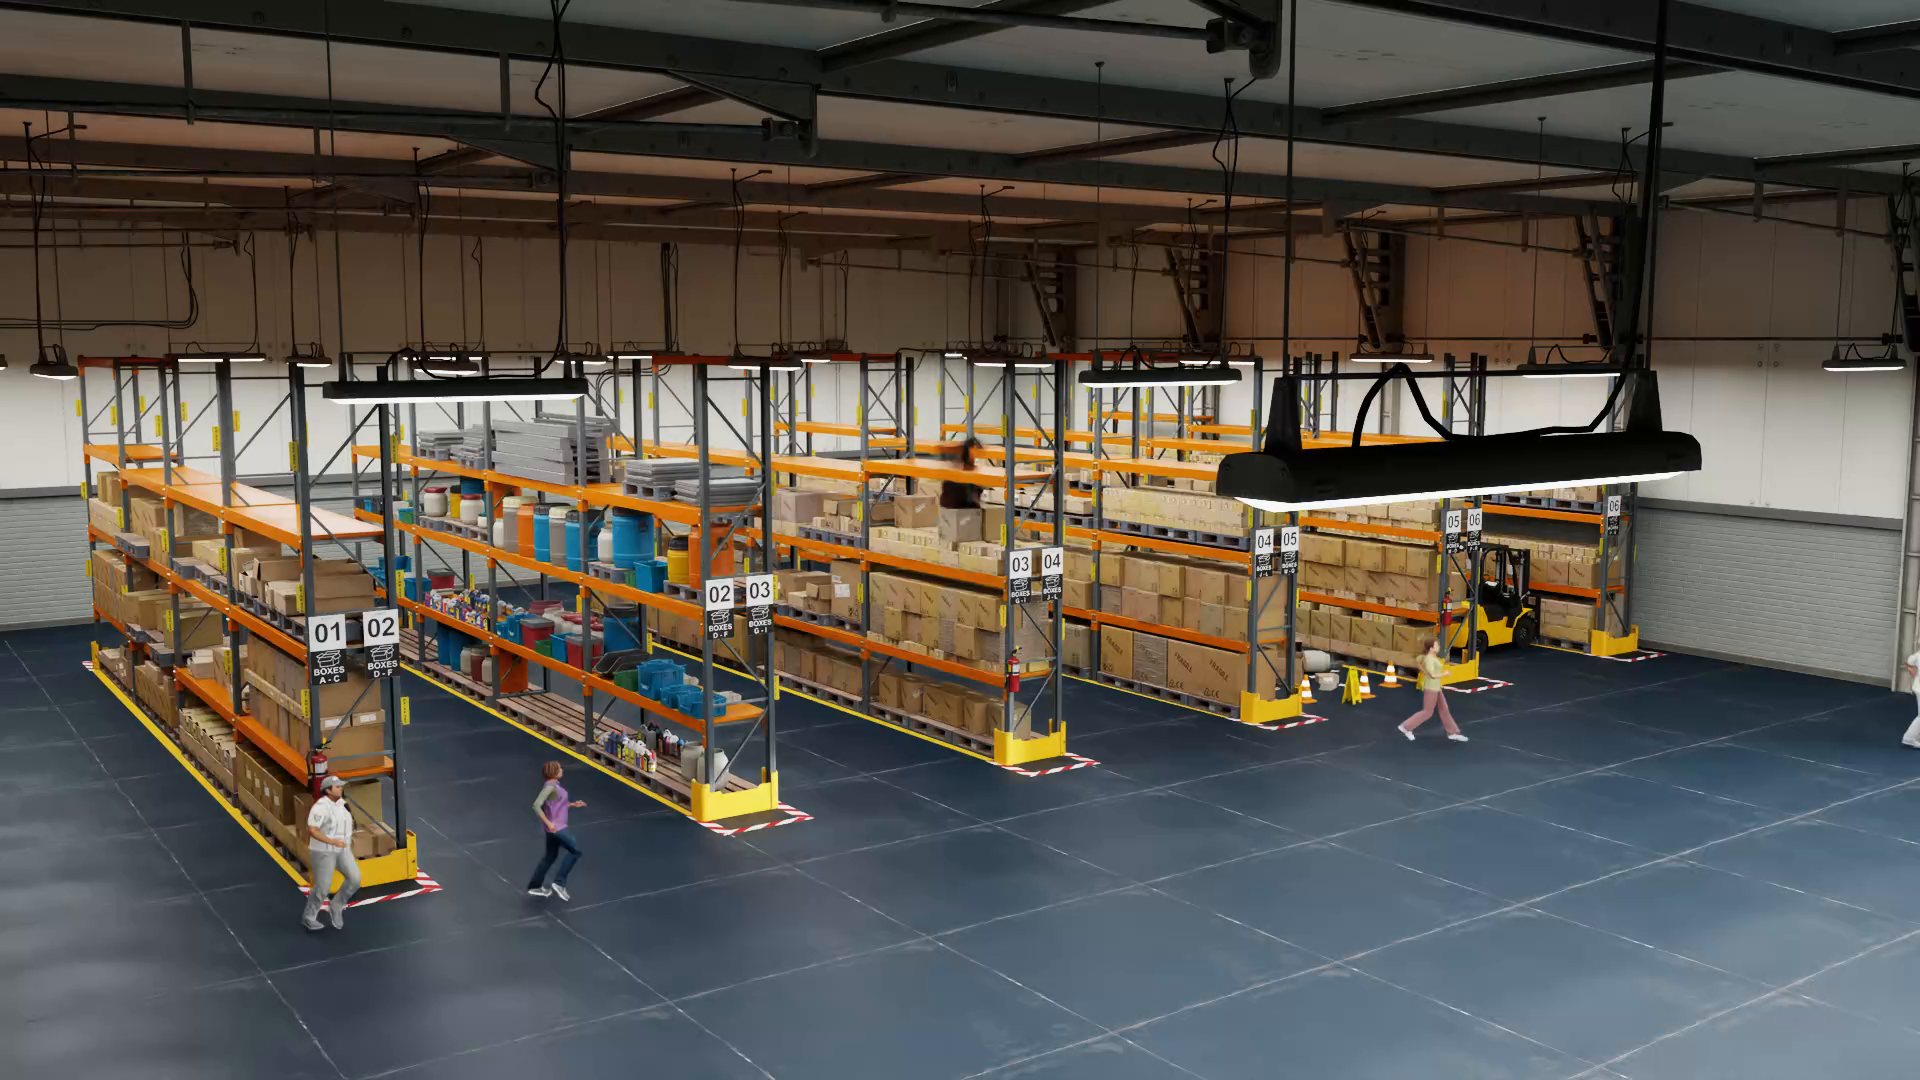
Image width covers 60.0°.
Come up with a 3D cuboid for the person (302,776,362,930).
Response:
[{"bbox_3d":[-6.740,3.360,17.931,0.604,1.650,0.676,3,7,22],"label":"person"}]

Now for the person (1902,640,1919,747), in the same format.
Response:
[{"bbox_3d":[14.962,2.363,25.647,0.689,1.821,0.642,3,7,21],"label":"person"}]

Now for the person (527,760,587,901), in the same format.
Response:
[{"bbox_3d":[-4.548,3.272,18.748,0.676,1.607,0.510,-2,7,-17],"label":"person"}]

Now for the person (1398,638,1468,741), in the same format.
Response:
[{"bbox_3d":[7.411,2.332,25.955,1.066,1.620,0.582,2,7,15],"label":"person"}]
